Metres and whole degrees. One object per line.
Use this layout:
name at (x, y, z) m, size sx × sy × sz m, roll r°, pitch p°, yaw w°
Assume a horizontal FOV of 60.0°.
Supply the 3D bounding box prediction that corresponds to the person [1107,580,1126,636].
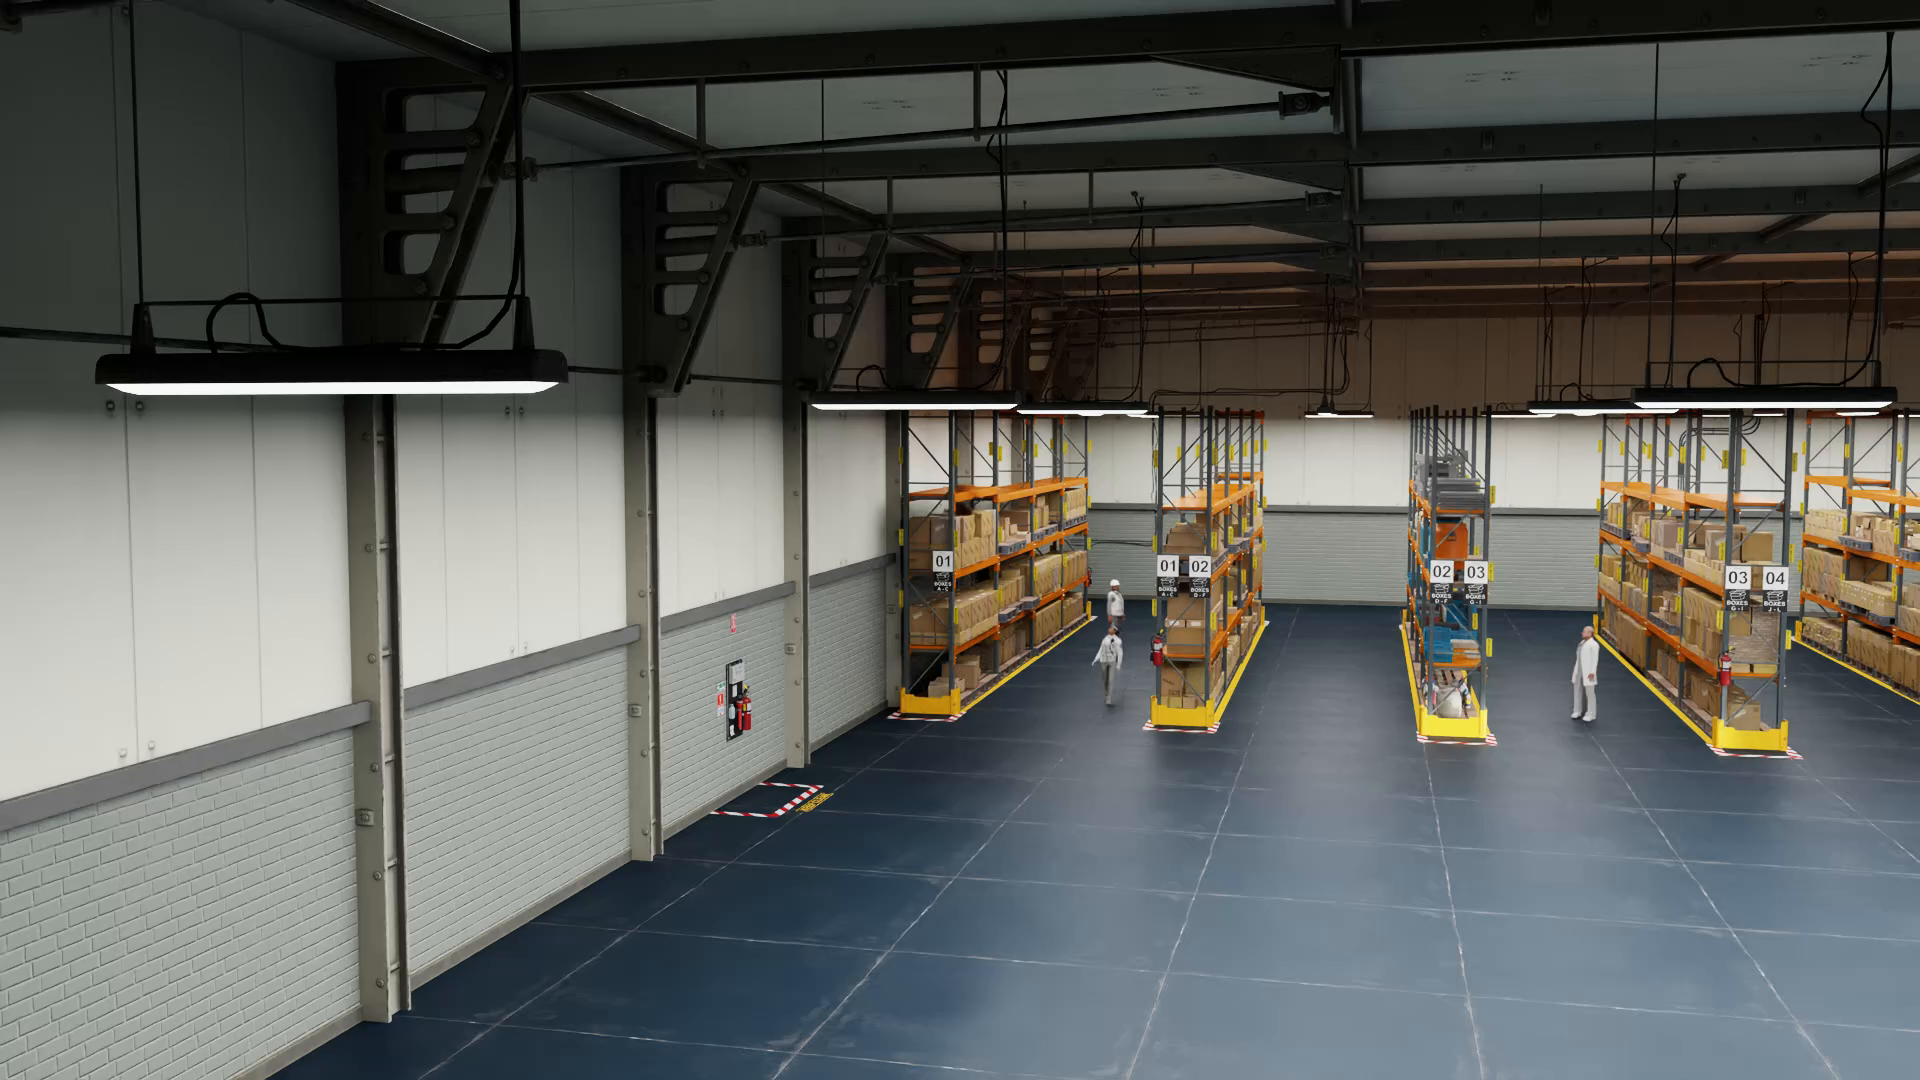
person at (3.868, 1.881, 41.369) m, size 0.401 × 1.799 × 0.594 m, roll 3°, pitch 5°, yaw 32°

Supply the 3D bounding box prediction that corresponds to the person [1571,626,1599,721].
person at (11.971, 2.542, 31.846) m, size 0.420 × 1.786 × 0.608 m, roll -2°, pitch 5°, yaw -27°

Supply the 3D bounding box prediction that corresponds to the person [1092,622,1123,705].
person at (2.999, 2.477, 33.736) m, size 0.616 × 1.640 × 0.948 m, roll 1°, pitch 4°, yaw 16°
